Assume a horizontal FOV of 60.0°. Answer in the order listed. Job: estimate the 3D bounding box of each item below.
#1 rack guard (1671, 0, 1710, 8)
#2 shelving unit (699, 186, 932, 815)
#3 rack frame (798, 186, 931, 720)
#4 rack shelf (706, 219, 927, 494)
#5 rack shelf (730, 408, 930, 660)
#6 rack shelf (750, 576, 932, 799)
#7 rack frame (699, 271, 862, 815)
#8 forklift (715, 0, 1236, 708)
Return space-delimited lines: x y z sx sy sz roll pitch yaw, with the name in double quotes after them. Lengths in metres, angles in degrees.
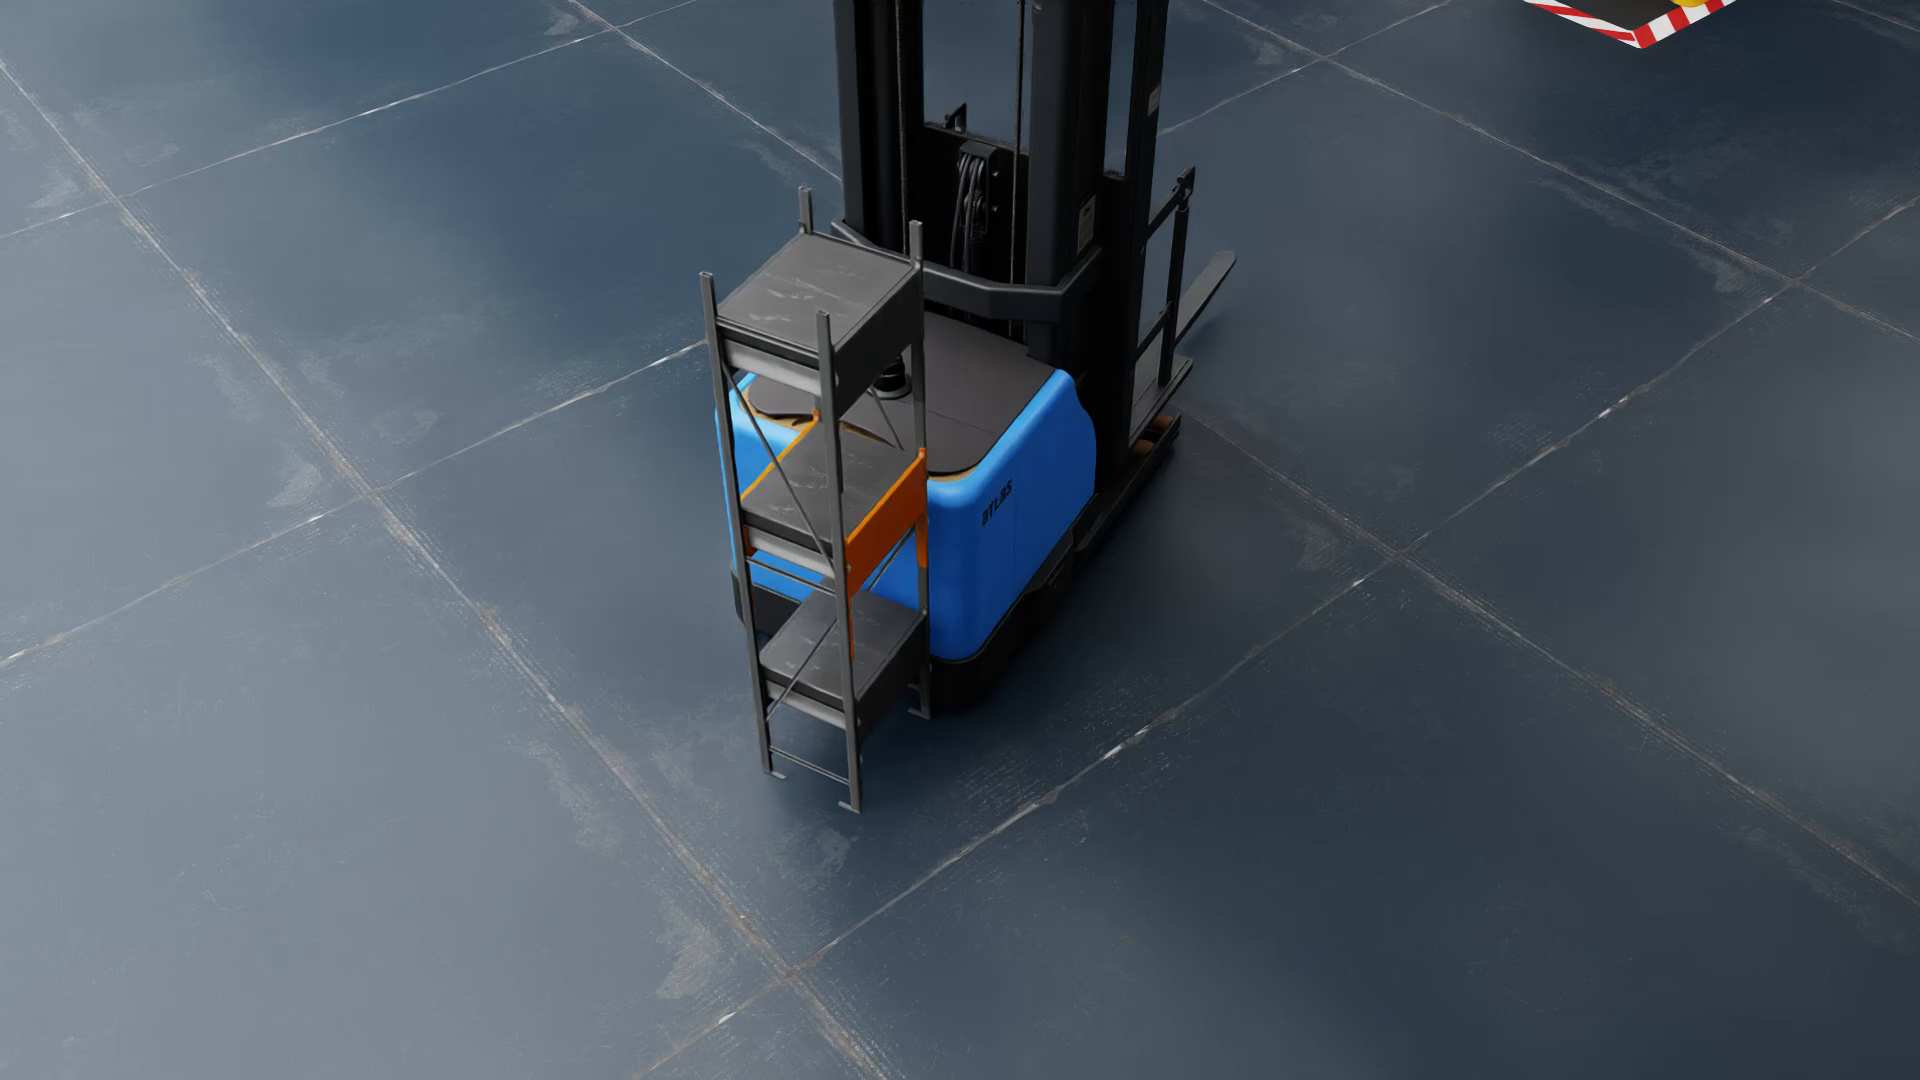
4.252 -3.825 10.458 0.348 0.500 1.175 -30 51 -28 "rack guard"
-0.400 -0.032 5.250 0.431 2.100 0.503 20 47 20 "shelving unit"
-0.284 -0.178 5.406 0.400 2.100 0.015 20 47 20 "rack frame"
-0.400 -0.532 4.780 0.431 0.518 0.480 20 47 20 "rack shelf"
-0.400 -0.022 5.259 0.431 0.518 0.480 20 47 20 "rack shelf"
-0.400 0.489 5.738 0.431 0.518 0.480 20 47 20 "rack shelf"
-0.517 0.115 5.094 0.400 2.100 0.015 20 47 20 "rack frame"
0.291 -1.464 6.168 1.130 2.935 3.031 20 47 20 "forklift"
